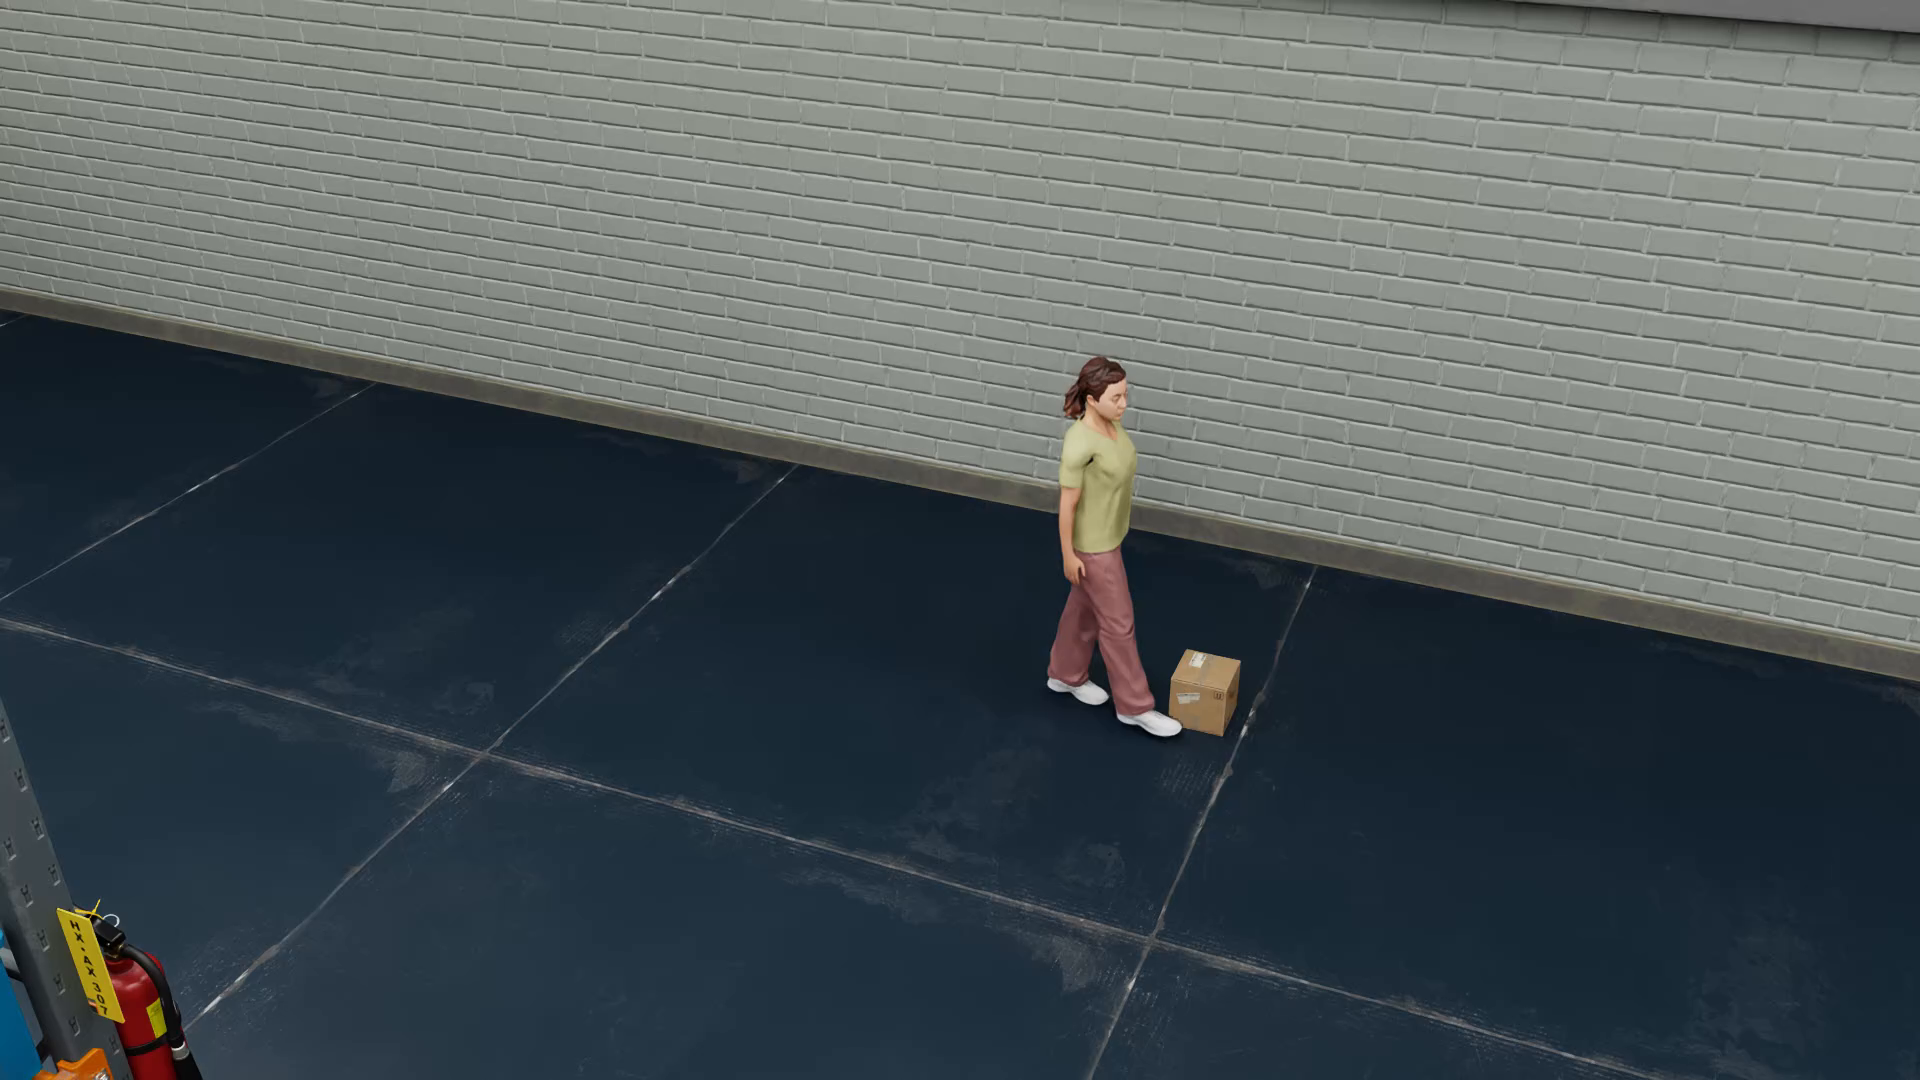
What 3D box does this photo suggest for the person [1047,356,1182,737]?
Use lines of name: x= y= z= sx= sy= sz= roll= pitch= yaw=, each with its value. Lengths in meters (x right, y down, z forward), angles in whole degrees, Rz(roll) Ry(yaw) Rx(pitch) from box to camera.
person: x=0.703 y=0.022 z=7.074 sx=0.686 sy=1.667 sz=0.461 roll=12 pitch=32 yaw=21
